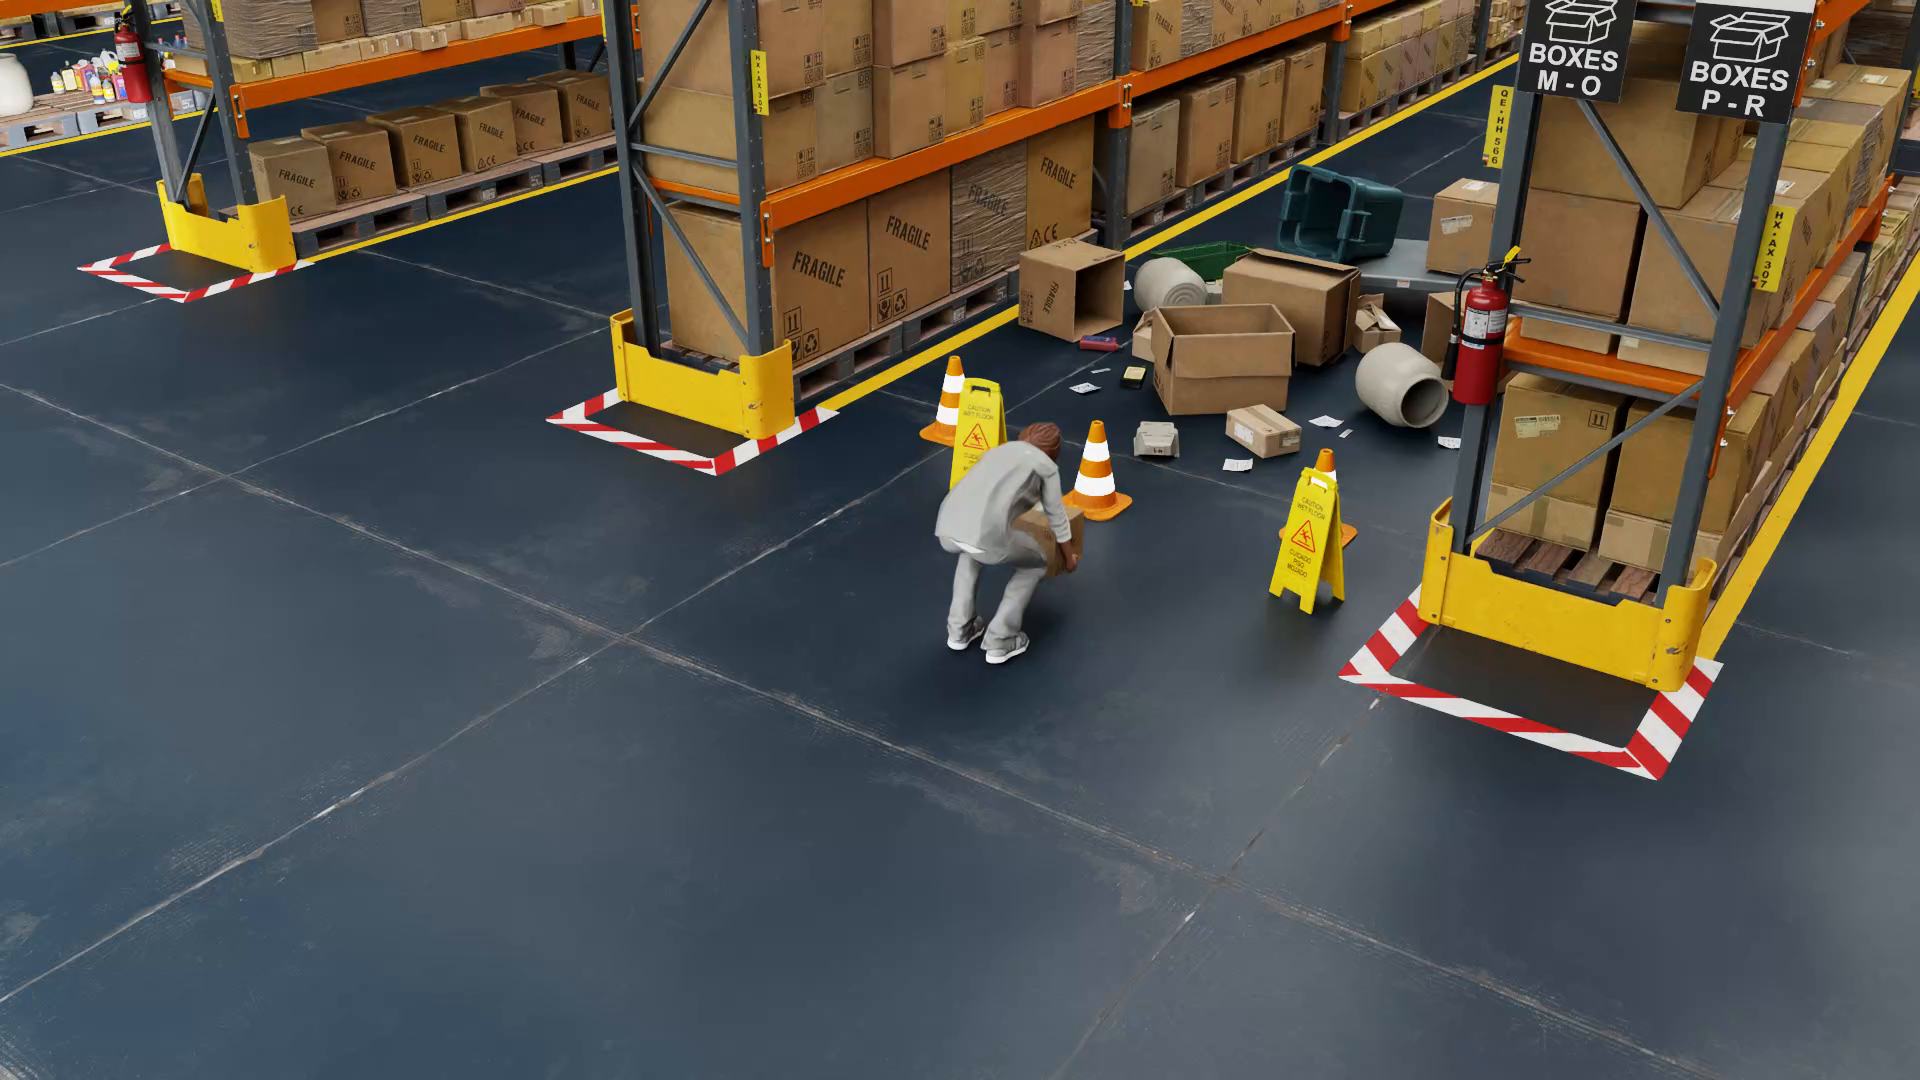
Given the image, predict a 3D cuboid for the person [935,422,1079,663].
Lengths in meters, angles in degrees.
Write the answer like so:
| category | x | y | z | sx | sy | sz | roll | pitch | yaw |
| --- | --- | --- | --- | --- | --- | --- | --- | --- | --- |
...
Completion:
| category | x | y | z | sx | sy | sz | roll | pitch | yaw |
| --- | --- | --- | --- | --- | --- | --- | --- | --- | --- |
| person | 0.201 | 0.016 | 7.346 | 0.431 | 0.912 | 0.862 | 16 | 31 | 28 |
